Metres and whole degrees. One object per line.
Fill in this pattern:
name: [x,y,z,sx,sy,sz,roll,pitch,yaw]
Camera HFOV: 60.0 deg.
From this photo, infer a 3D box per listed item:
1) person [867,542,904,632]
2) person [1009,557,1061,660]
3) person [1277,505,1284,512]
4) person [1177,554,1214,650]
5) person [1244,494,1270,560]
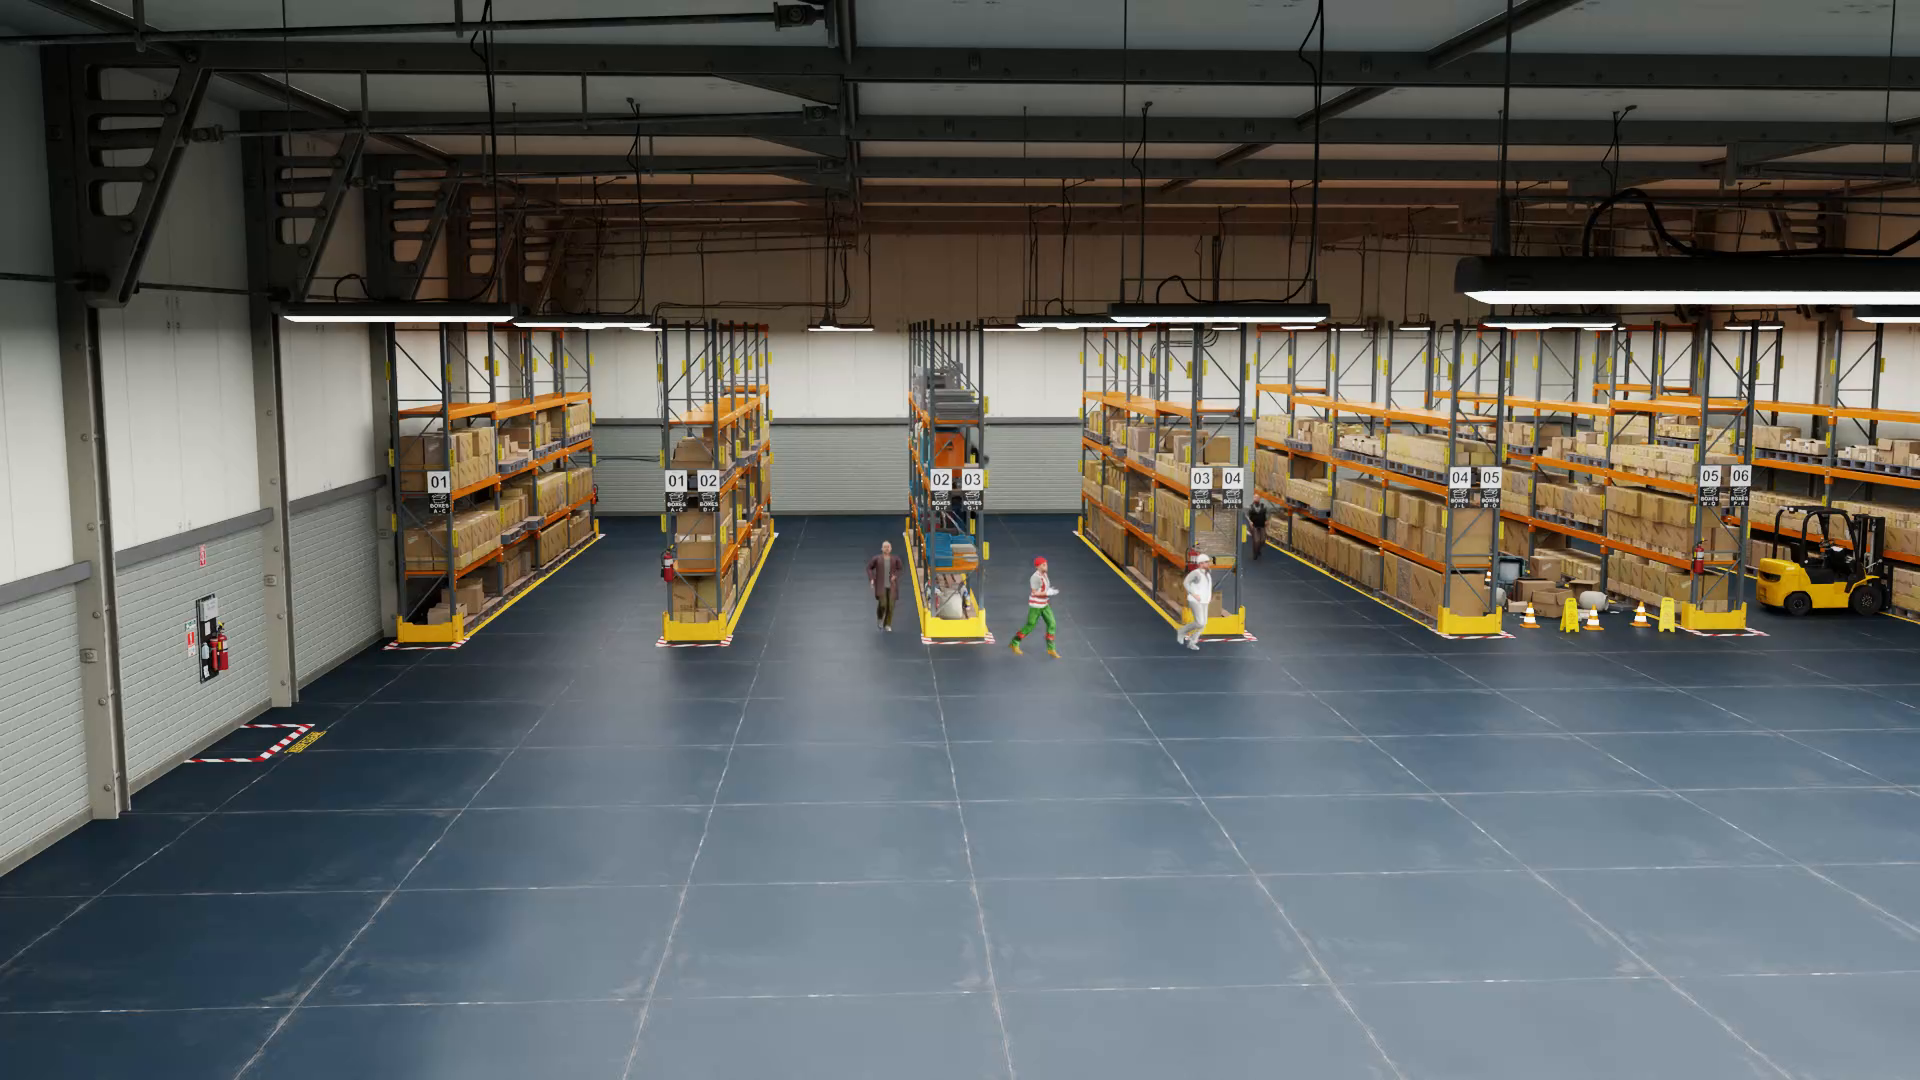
person: [-1.416,0.903,31.950,0.694,1.727,0.618,-1,7,-10]
person: [1.351,1.197,29.498,0.933,1.827,0.675,4,8,27]
person: [9.642,-1.146,49.213,0.599,1.581,0.766,3,8,21]
person: [4.364,1.121,30.504,0.572,1.733,0.696,6,9,41]
person: [7.562,-0.323,42.270,0.665,1.687,0.528,0,7,2]
